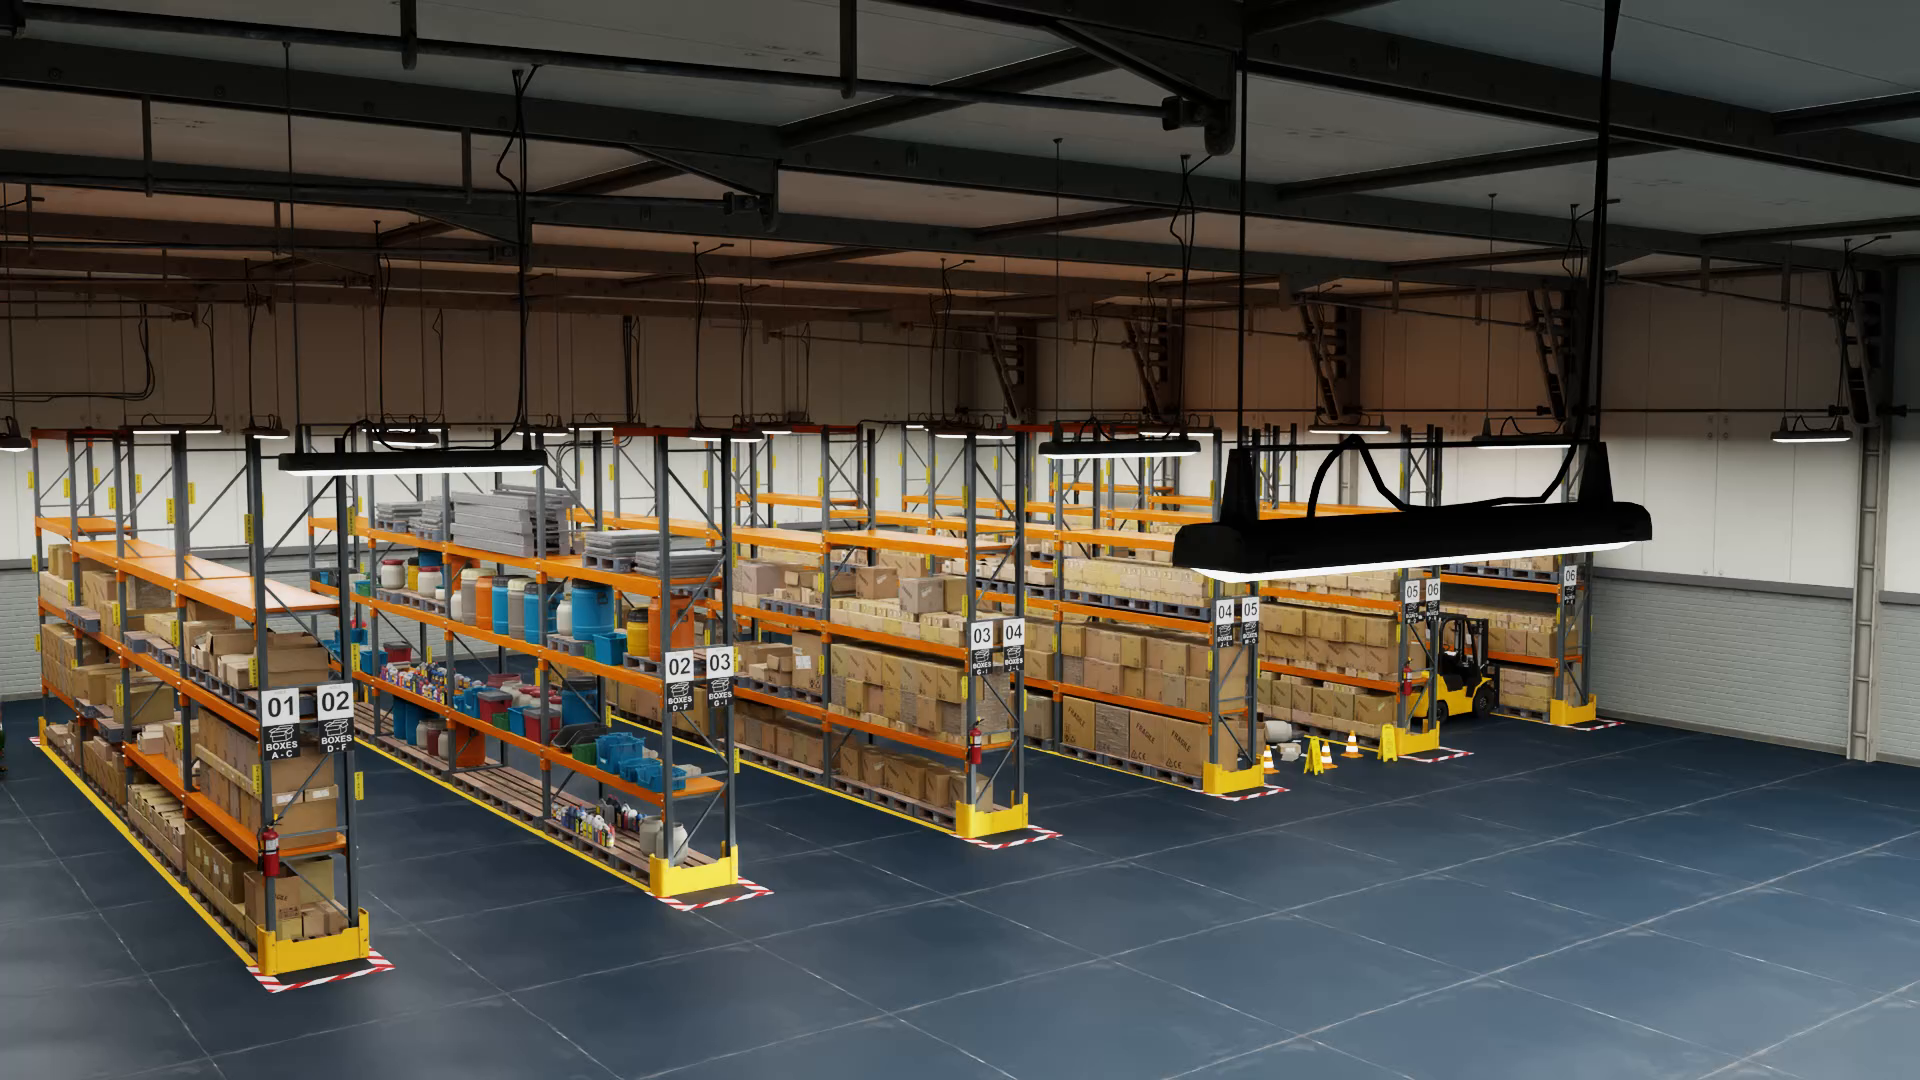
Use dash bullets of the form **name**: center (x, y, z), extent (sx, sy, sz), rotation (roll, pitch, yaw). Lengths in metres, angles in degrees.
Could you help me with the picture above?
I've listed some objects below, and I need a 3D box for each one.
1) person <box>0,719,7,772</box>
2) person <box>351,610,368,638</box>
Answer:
- **person**: center (-16.712, 3.197, 28.546), extent (0.576, 1.780, 0.538), rotation (-2, 5, -25)
- **person**: center (-14.019, 2.430, 38.671), extent (0.766, 1.691, 0.544), rotation (0, 4, 1)
